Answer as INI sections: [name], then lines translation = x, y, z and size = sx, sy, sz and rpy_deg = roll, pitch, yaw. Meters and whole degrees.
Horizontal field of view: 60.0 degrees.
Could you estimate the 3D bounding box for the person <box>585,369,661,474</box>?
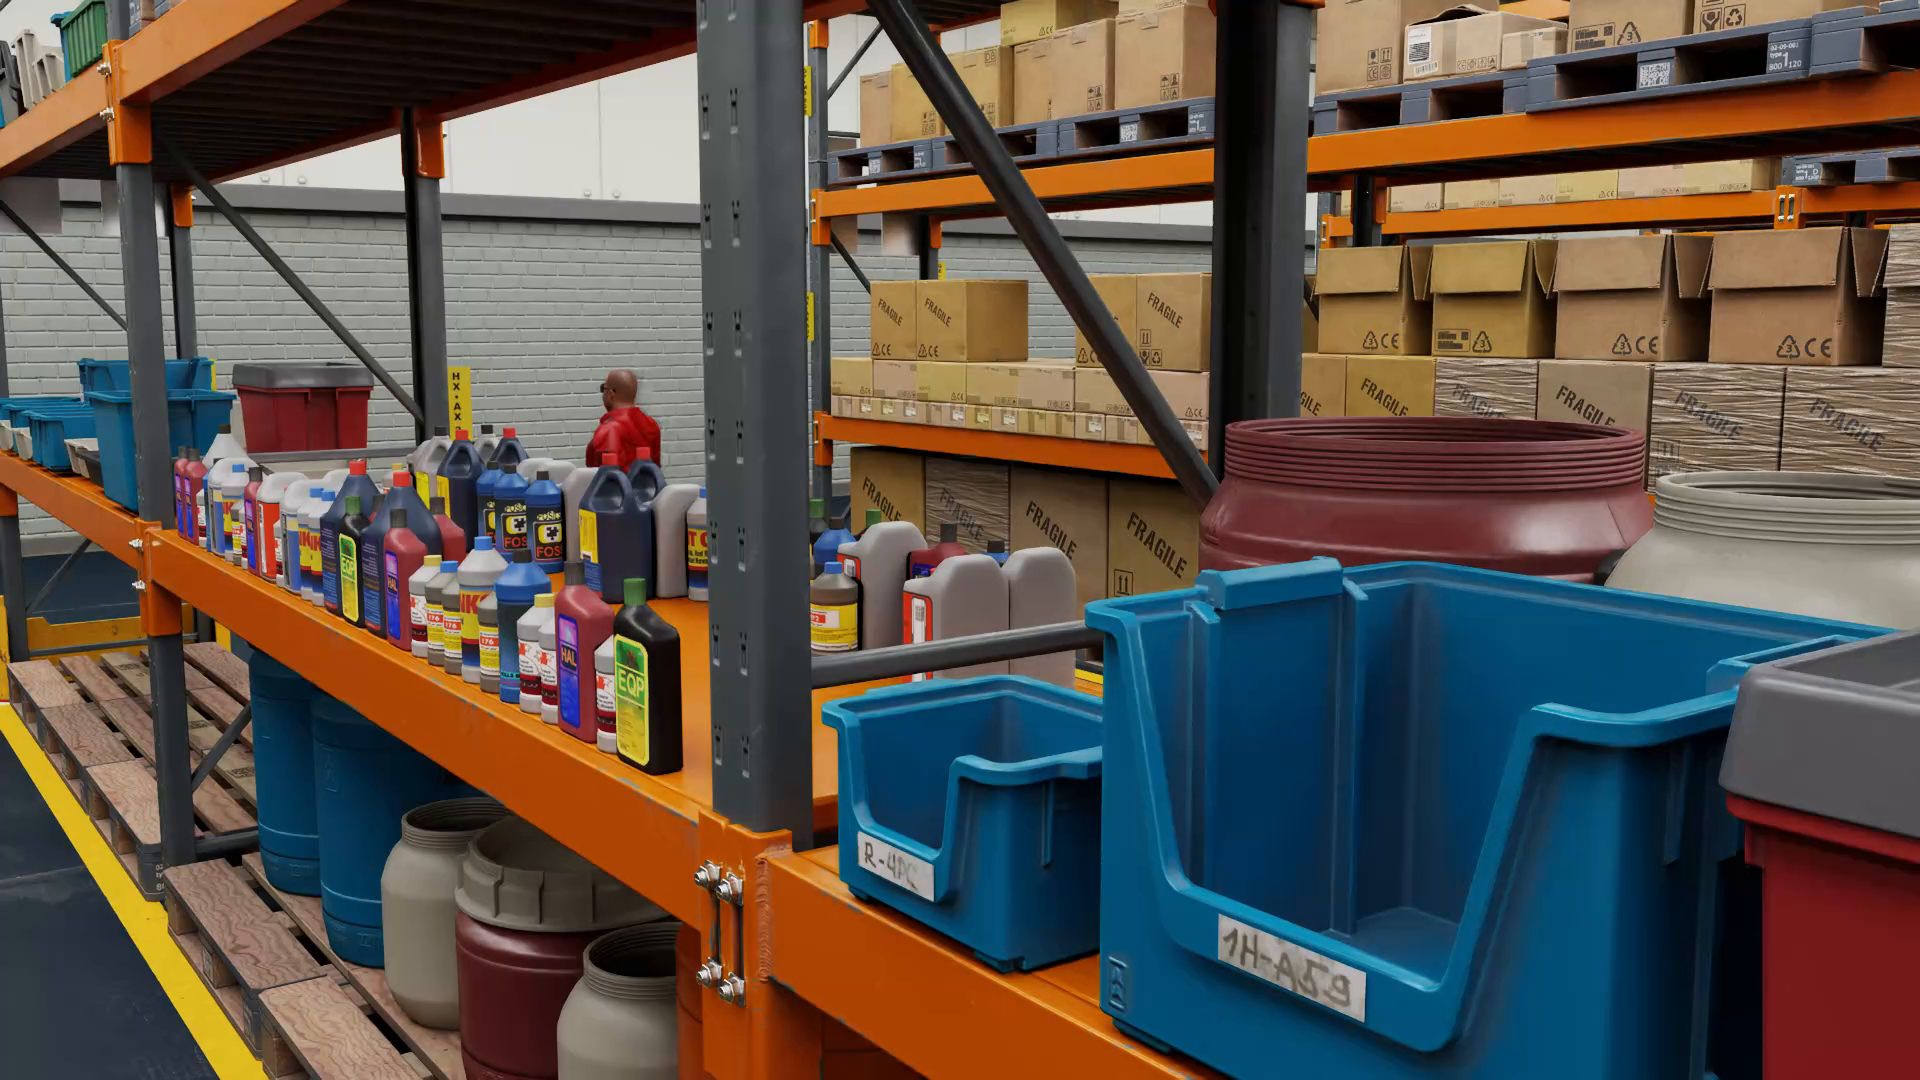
[person]
translation = -1.864, -0.098, 9.093
size = 1.035, 1.673, 0.561
rpy_deg = 4, 9, 30
